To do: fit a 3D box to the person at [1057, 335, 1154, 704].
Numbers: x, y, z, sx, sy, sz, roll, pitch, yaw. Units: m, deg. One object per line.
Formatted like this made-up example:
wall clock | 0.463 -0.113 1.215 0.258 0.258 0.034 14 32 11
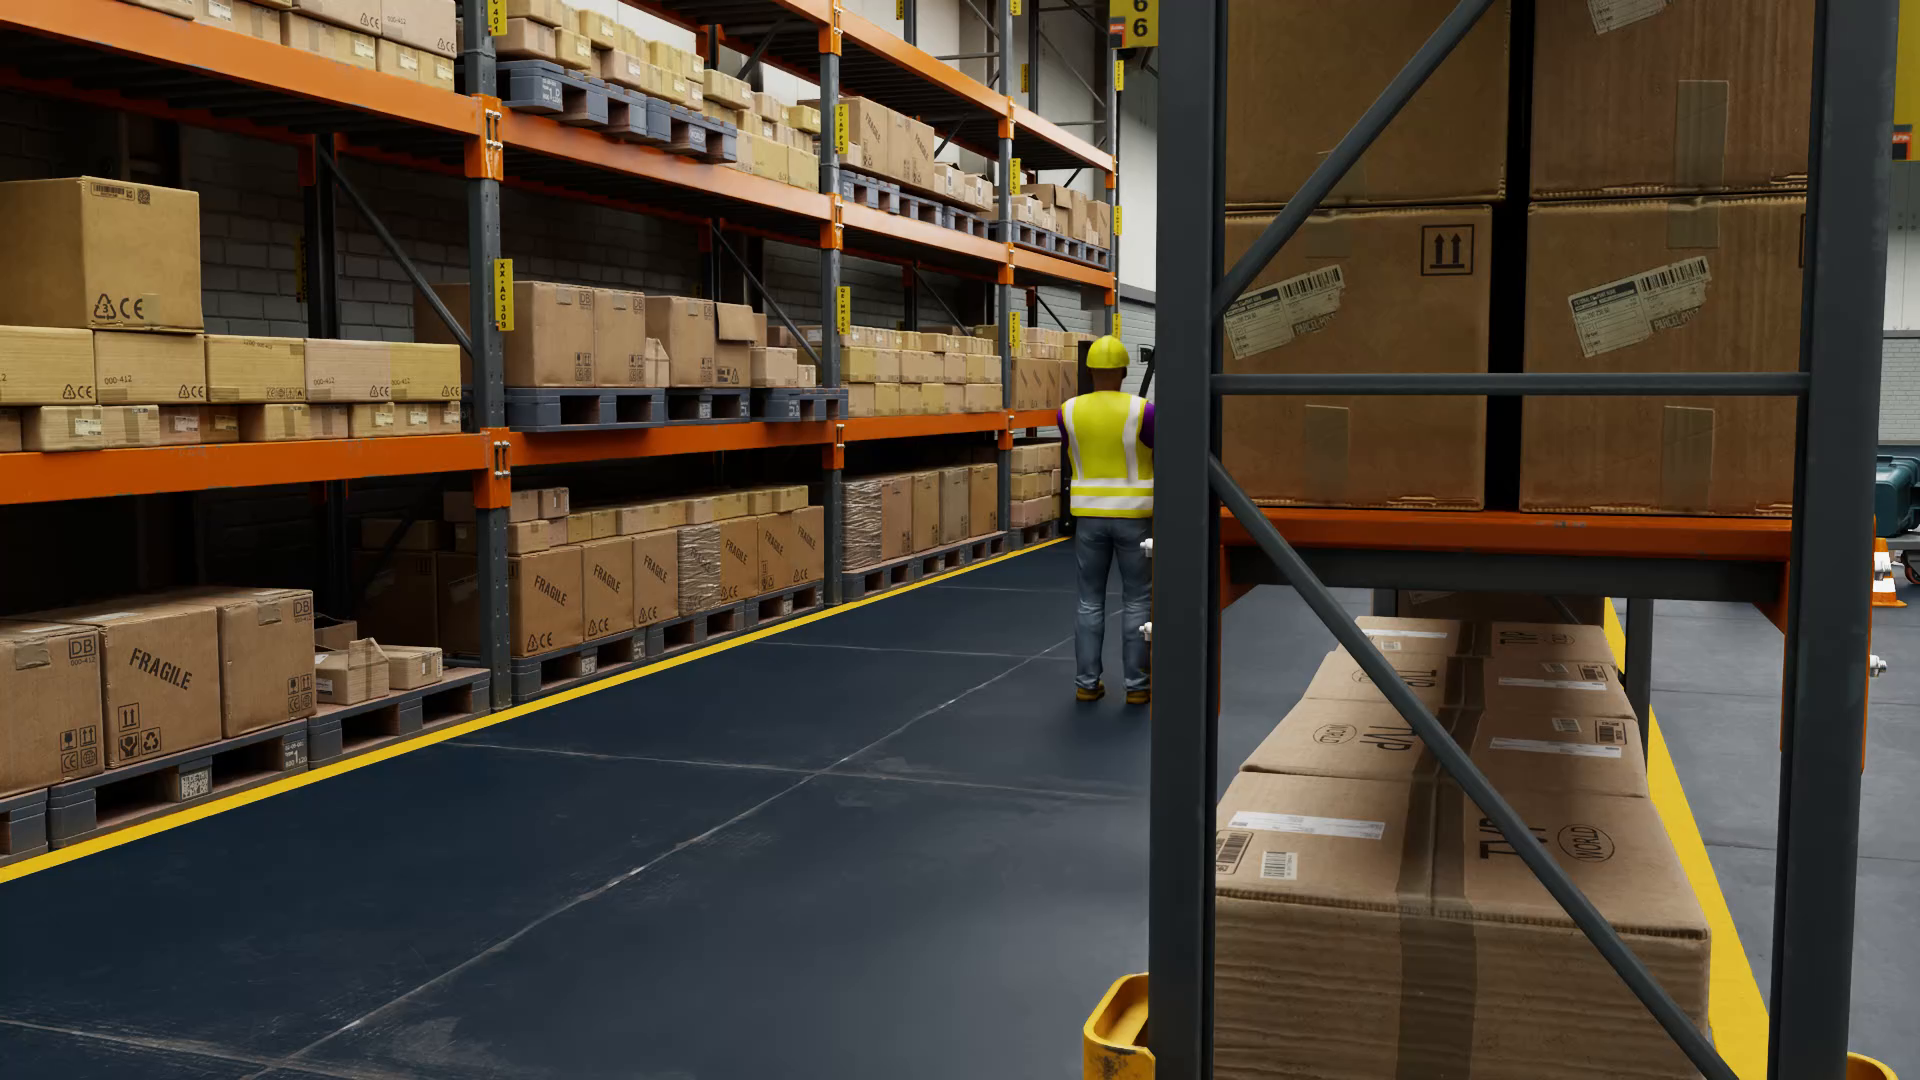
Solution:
person | 0.763 -0.109 8.113 0.503 1.759 0.587 2 5 19
